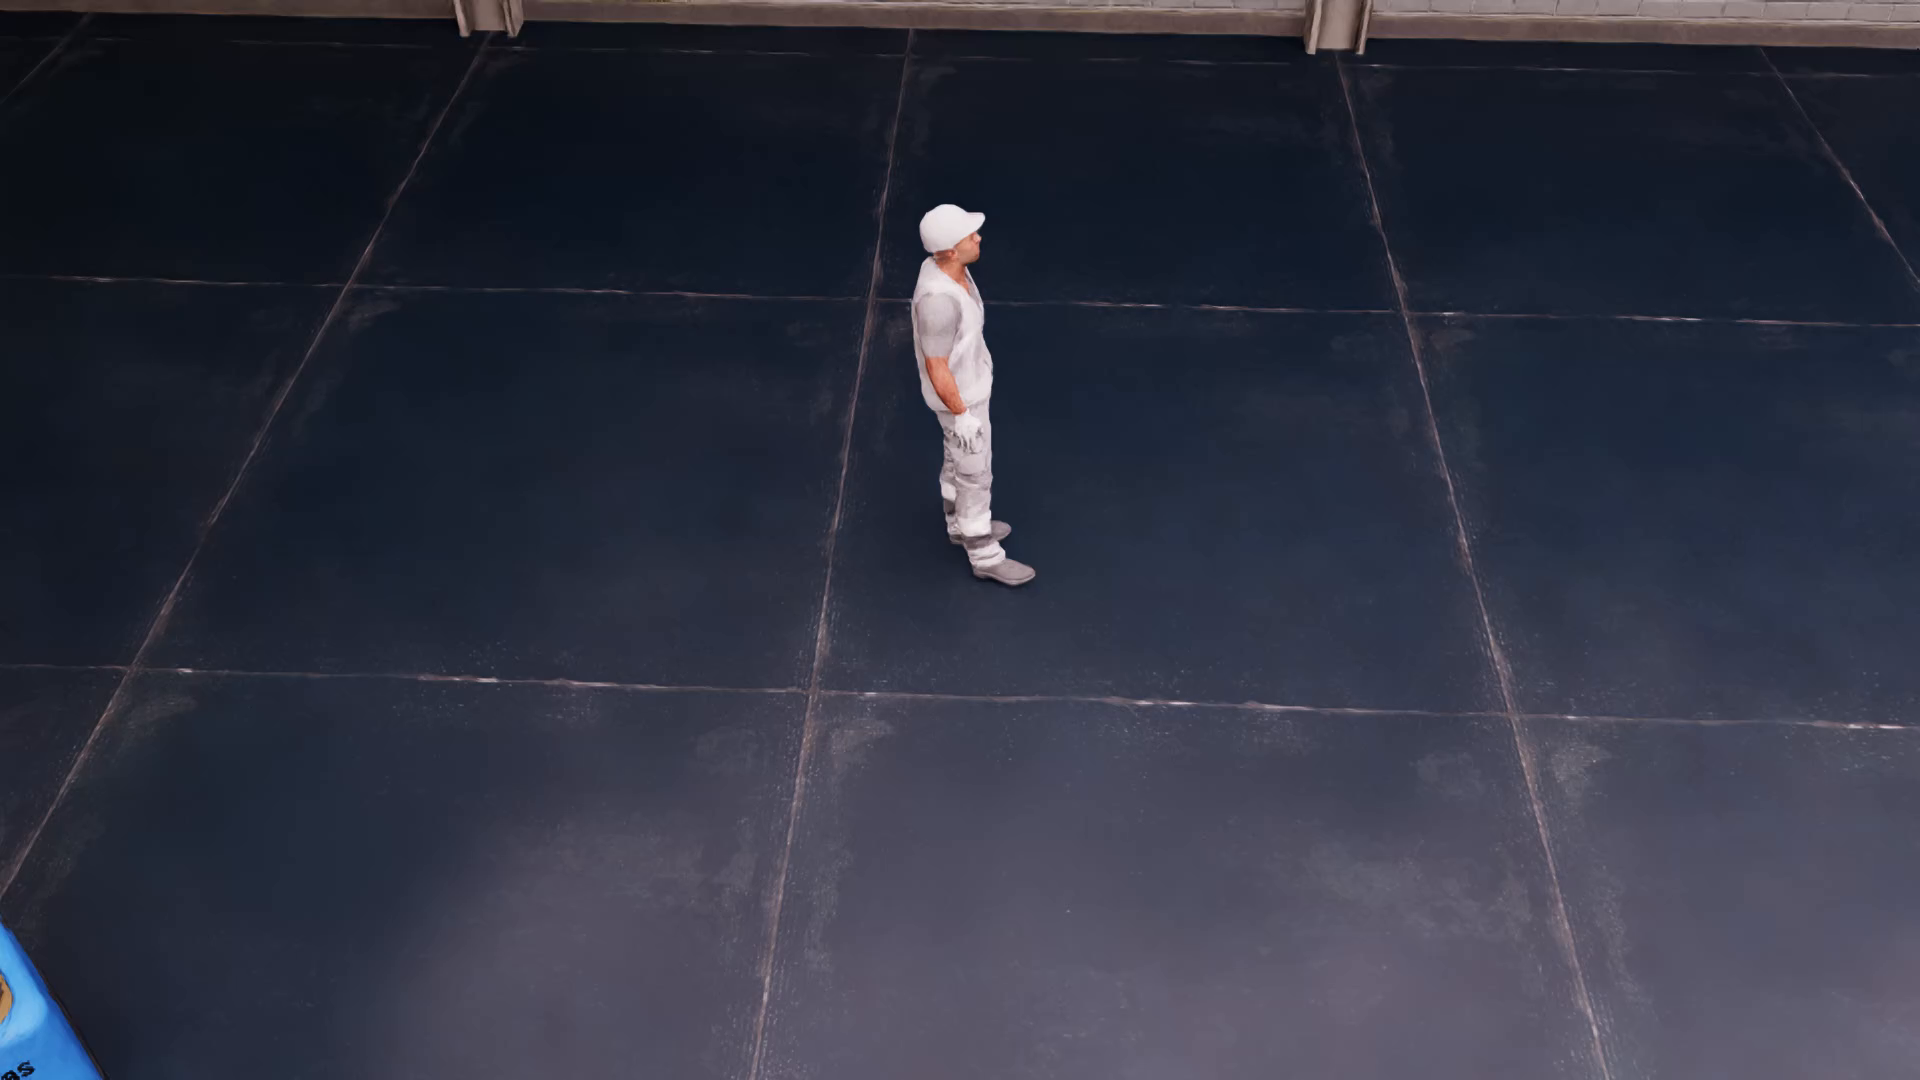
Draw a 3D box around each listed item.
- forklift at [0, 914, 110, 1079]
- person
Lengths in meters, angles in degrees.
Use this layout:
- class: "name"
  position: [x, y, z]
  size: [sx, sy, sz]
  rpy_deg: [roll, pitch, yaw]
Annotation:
- class: "forklift"
  position: [-4.081, 1.517, 4.081]
  size: [3.031, 2.935, 1.130]
  rpy_deg: [-32, 51, -30]
- class: "person"
  position: [0.080, -0.656, 7.297]
  size: [0.563, 1.787, 0.637]
  rpy_deg: [2, 42, 2]
